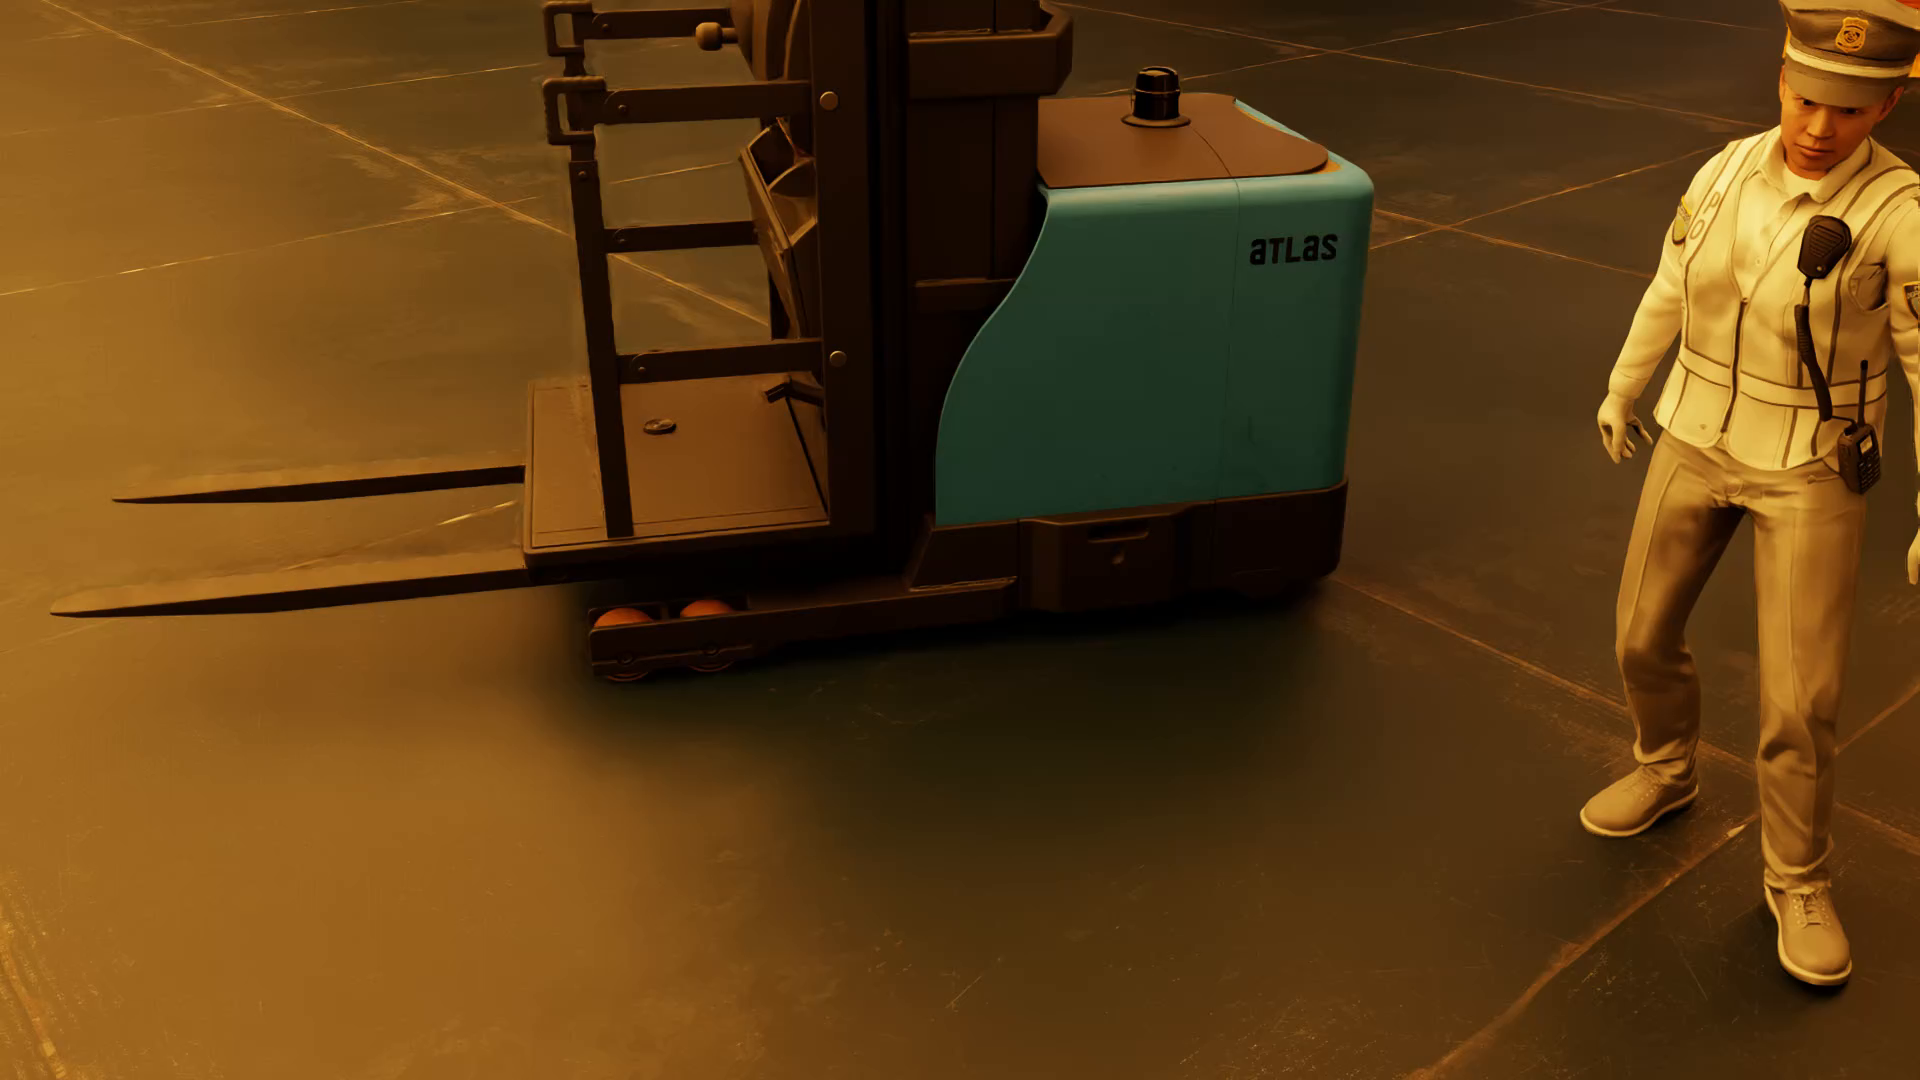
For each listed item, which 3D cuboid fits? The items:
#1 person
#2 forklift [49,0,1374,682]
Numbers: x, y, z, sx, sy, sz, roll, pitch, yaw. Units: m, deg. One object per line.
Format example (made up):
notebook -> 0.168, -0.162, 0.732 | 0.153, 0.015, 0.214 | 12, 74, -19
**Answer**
person -> 1.410, -0.109, 2.899 | 0.396, 1.636, 0.792 | -17, 31, -30
forklift -> -0.609, -1.243, 3.709 | 3.031, 2.935, 1.130 | -6, 27, -11
